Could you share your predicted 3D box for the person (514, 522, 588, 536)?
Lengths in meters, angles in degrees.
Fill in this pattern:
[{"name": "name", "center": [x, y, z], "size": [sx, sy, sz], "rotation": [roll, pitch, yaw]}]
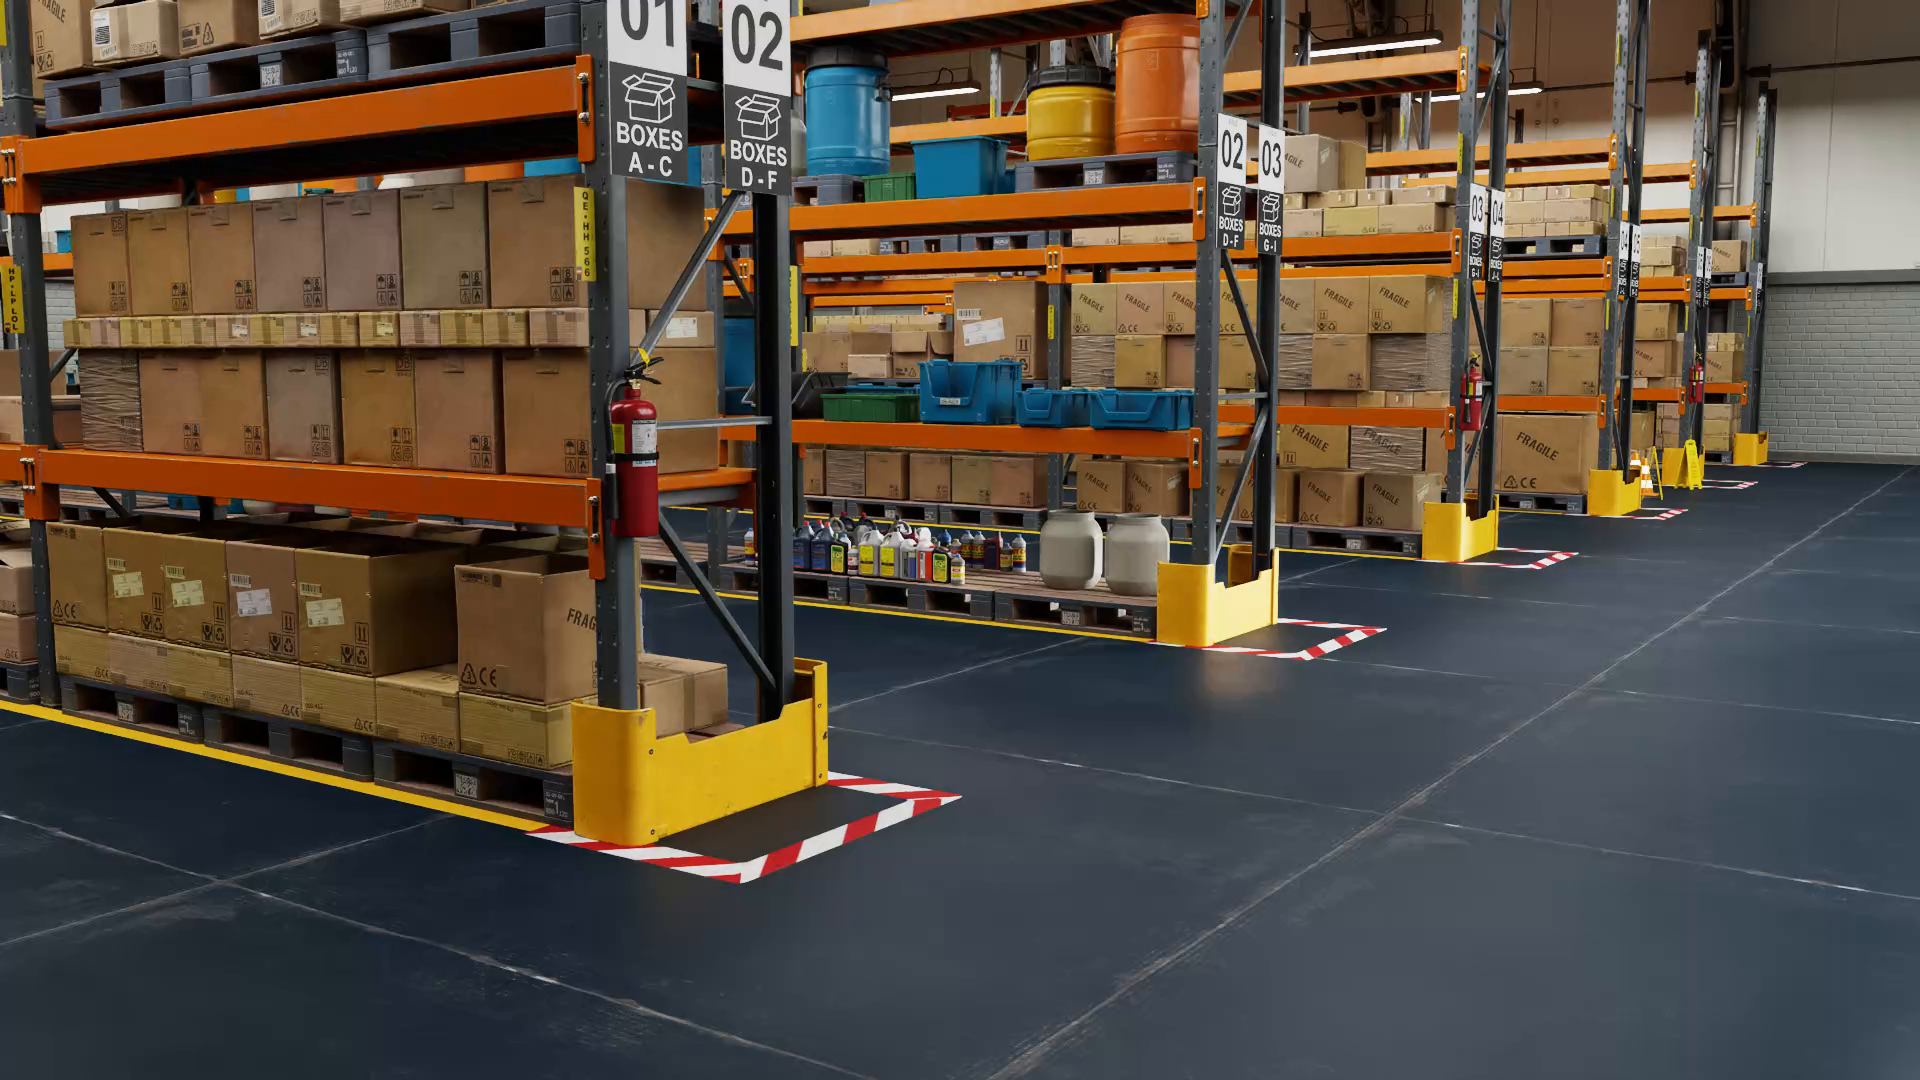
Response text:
[{"name": "person", "center": [-2.409, -0.164, 9.873], "size": [0.458, 1.687, 0.409], "rotation": [-5, 8, -38]}]
